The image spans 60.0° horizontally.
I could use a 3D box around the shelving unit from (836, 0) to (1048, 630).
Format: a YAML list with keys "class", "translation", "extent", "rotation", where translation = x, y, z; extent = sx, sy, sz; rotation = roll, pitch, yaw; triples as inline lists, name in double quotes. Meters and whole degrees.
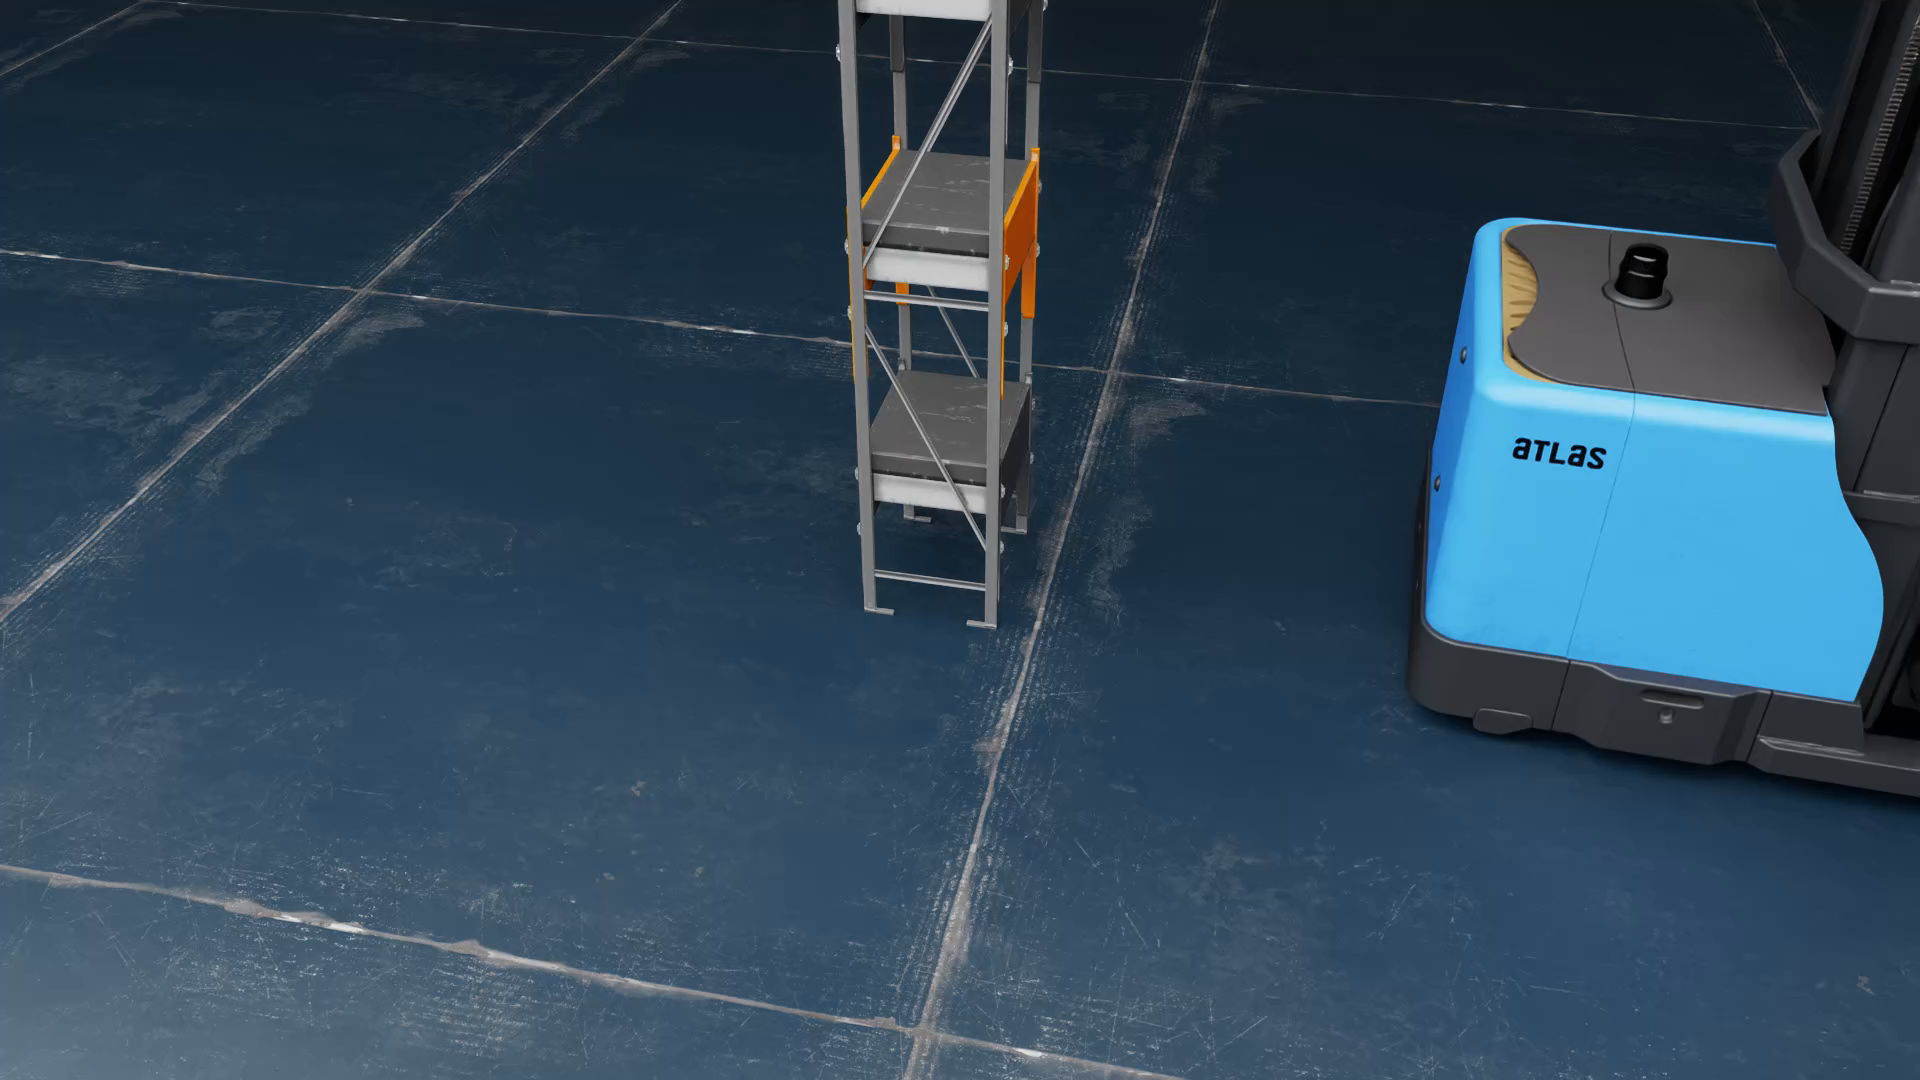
- class: "shelving unit"
  translation: [-0.035, -0.755, 4.503]
  extent: [0.431, 2.100, 0.503]
  rotation: [7, 37, 10]

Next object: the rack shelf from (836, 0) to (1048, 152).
- class: "rack shelf"
  translation: [-0.035, -1.311, 4.100]
  extent: [0.431, 0.518, 0.480]
  rotation: [7, 37, 10]

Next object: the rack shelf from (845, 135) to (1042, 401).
- class: "rack shelf"
  translation: [-0.035, -0.744, 4.511]
  extent: [0.431, 0.518, 0.480]
  rotation: [7, 37, 10]

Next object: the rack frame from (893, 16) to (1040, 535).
- class: "rack frame"
  translation: [0.017, -0.895, 4.696]
  extent: [0.400, 2.100, 0.015]
  rotation: [7, 37, 10]

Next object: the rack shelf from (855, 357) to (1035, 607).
- class: "rack shelf"
  translation: [-0.035, -0.177, 4.922]
  extent: [0.431, 0.518, 0.480]
  rotation: [7, 37, 10]

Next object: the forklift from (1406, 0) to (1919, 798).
- class: "forklift"
  translation: [2.802, -0.754, 3.793]
  extent: [3.031, 2.935, 1.130]
  rotation: [8, 37, 12]

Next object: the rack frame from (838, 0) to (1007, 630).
- class: "rack frame"
  translation: [-0.087, -0.615, 4.310]
  extent: [0.400, 2.100, 0.015]
  rotation: [7, 37, 10]
